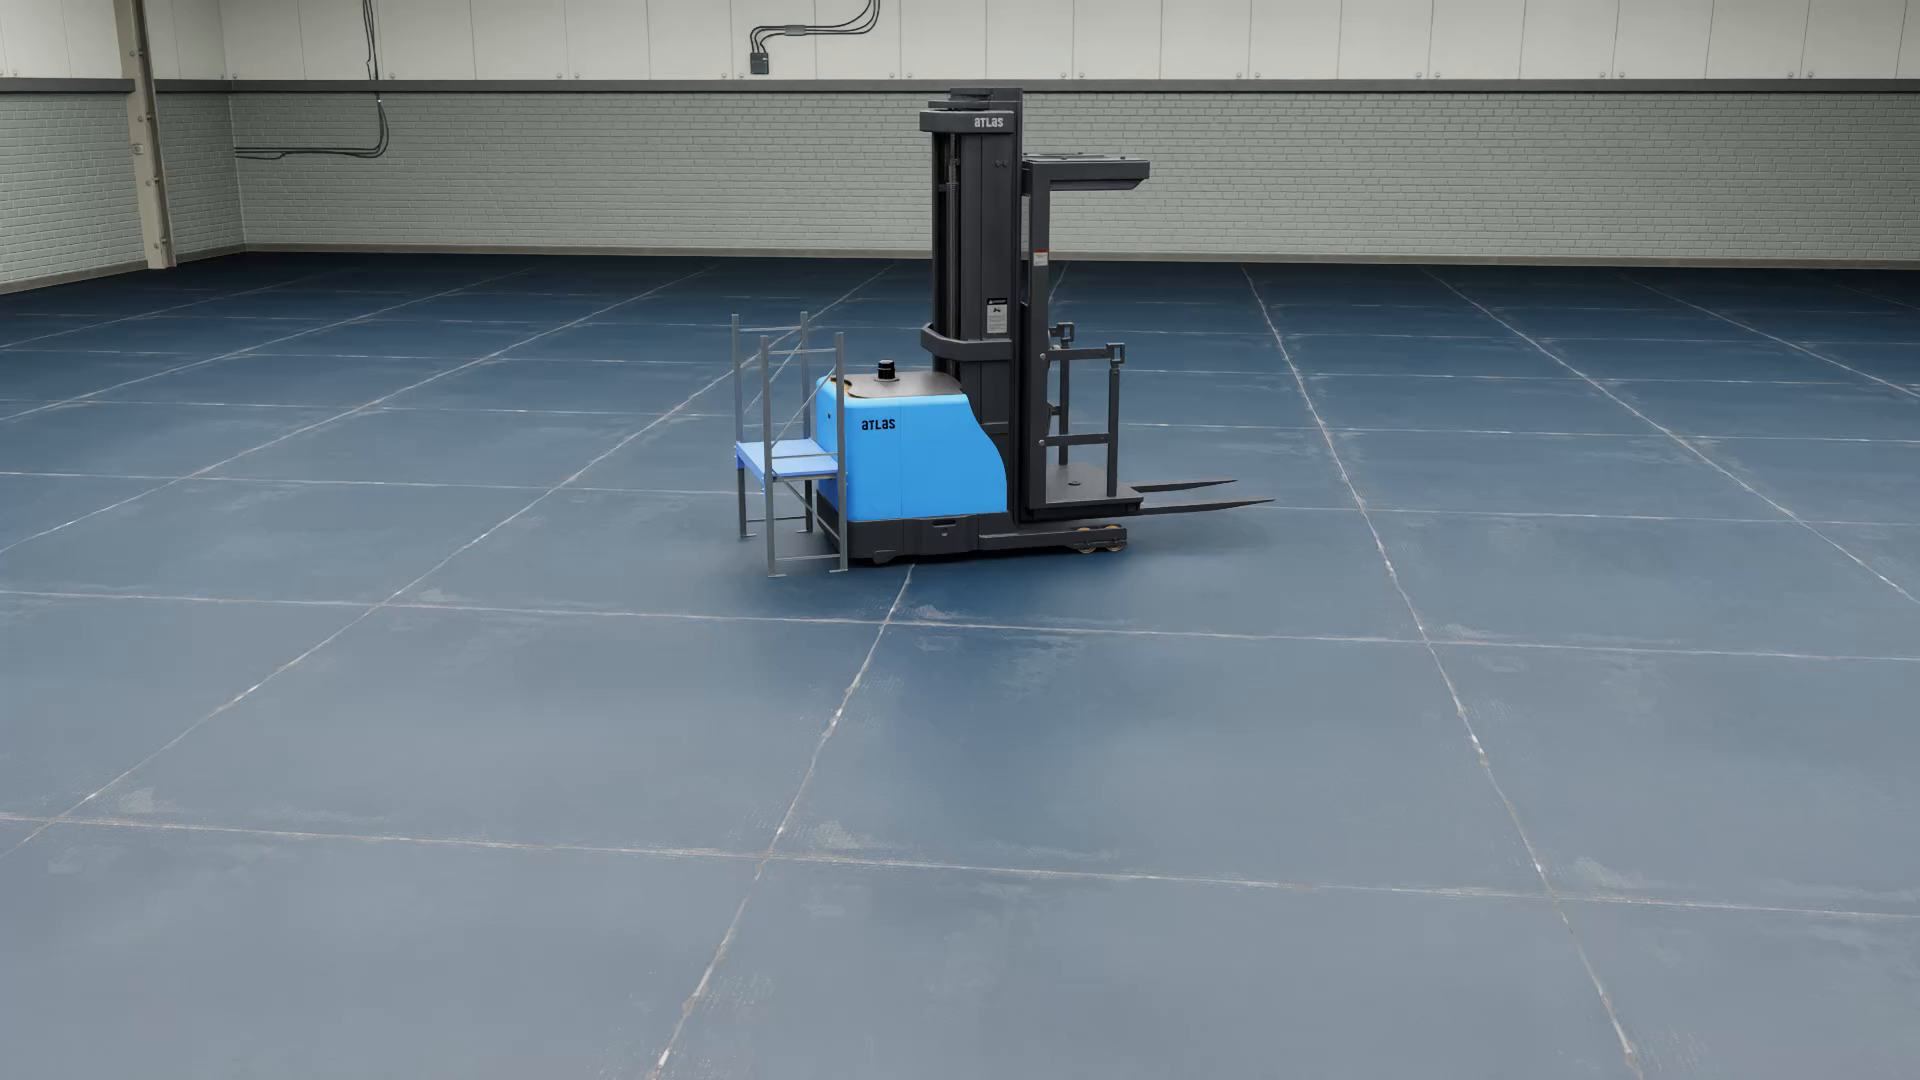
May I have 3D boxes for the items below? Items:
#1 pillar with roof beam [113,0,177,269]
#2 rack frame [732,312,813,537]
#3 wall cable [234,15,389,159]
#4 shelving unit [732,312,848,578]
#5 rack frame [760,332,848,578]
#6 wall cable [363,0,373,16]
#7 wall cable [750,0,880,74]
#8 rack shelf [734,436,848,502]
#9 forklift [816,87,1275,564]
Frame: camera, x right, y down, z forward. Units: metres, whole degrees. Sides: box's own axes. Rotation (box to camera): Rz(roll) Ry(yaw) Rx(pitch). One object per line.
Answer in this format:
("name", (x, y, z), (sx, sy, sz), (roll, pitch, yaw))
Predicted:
("pillar with roof beam", (-9.332, -8.865, 26.709), (9.100, 9.000, 0.400), (2, 15, 6))
("rack frame", (-1.249, -0.765, 11.118), (0.500, 1.500, 0.032), (-5, 16, -17))
("wall cable", (-11.964, -8.218, 30.265), (3.097, 2.526, 0.112), (2, 15, 6))
("shelving unit", (-1.099, -0.638, 10.649), (0.538, 1.500, 1.048), (-5, 16, -17))
("rack frame", (-0.949, -0.511, 10.180), (0.500, 1.500, 0.032), (-5, 16, -17))
("wall cable", (-9.276, -10.577, 29.311), (3.097, 2.526, 0.112), (2, 15, 6))
("wall cable", (-2.533, -11.075, 28.366), (2.305, 6.003, 0.169), (2, 15, 6))
("rack shelf", (-1.099, -0.465, 10.696), (0.538, 0.185, 1.000), (-5, 16, -17))
("forklift", (0.603, -1.458, 10.937), (3.031, 2.935, 1.130), (-4, 16, -15))
